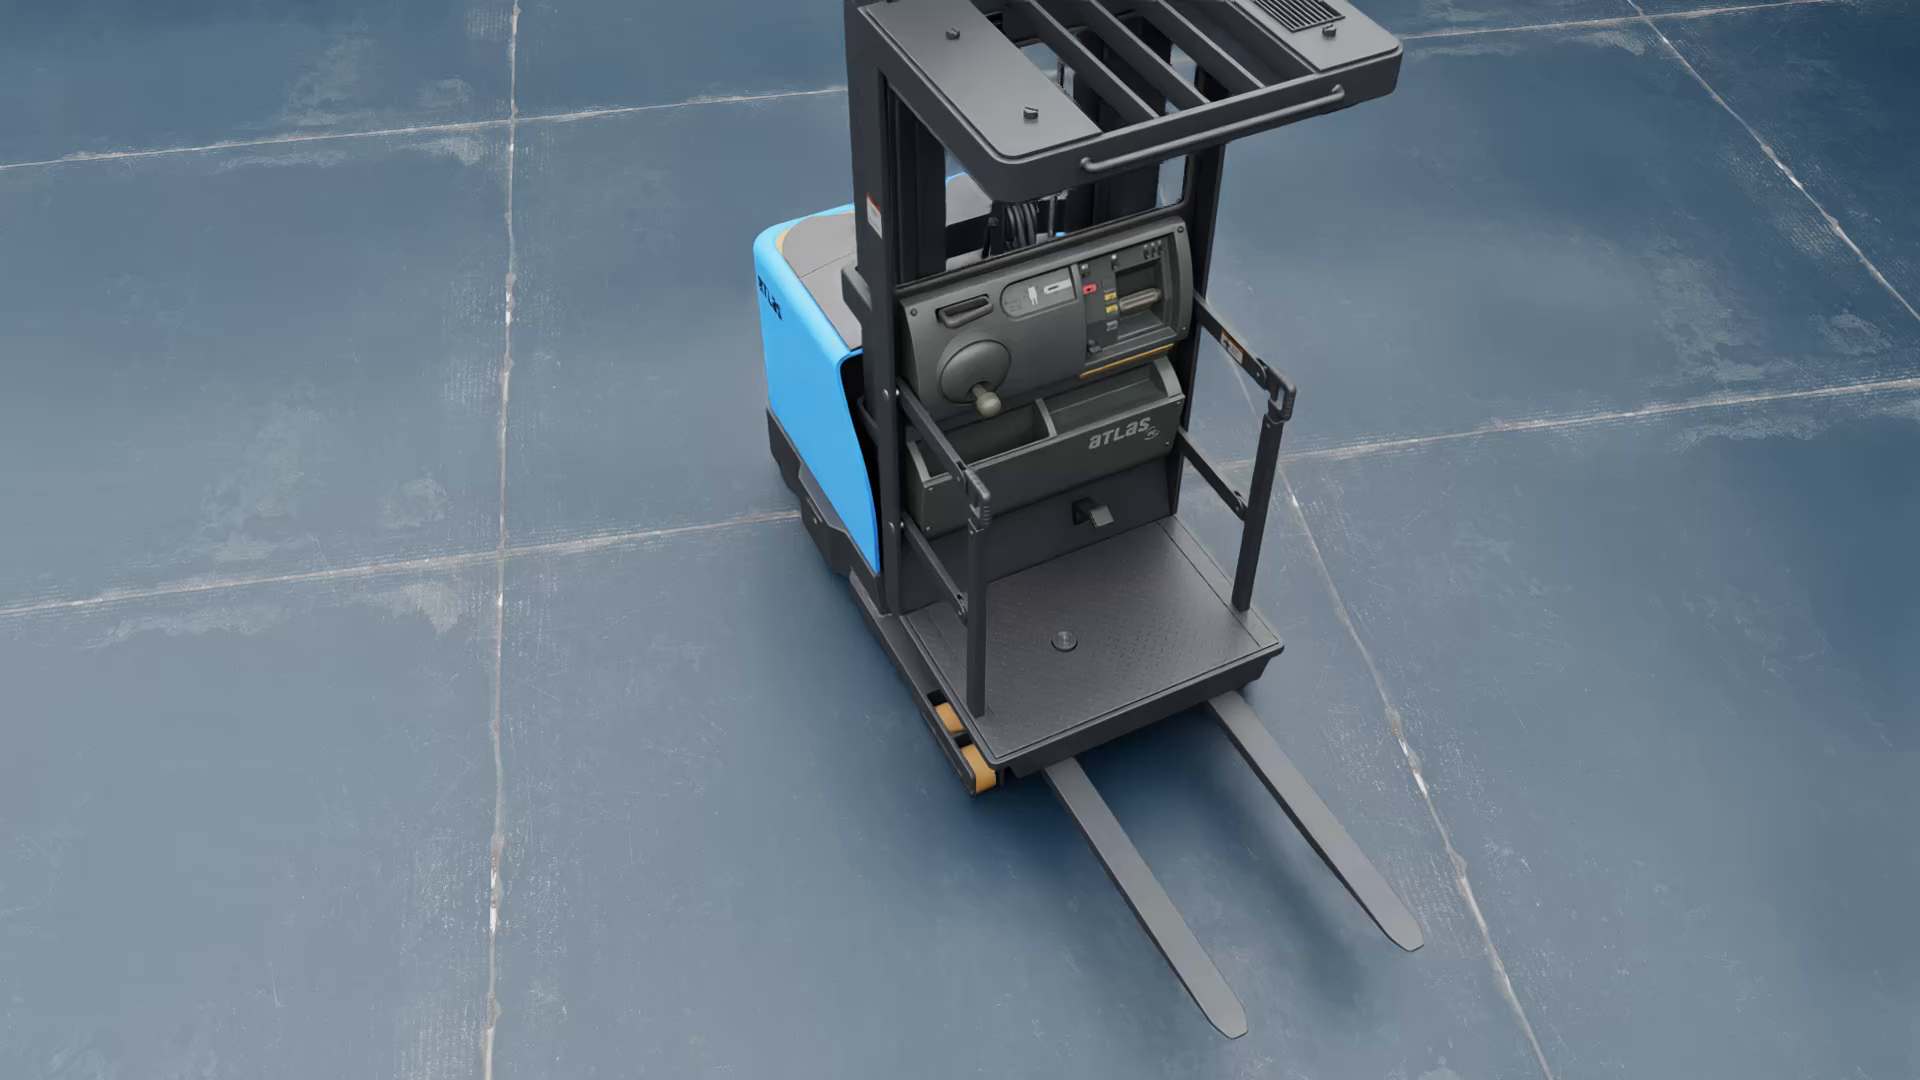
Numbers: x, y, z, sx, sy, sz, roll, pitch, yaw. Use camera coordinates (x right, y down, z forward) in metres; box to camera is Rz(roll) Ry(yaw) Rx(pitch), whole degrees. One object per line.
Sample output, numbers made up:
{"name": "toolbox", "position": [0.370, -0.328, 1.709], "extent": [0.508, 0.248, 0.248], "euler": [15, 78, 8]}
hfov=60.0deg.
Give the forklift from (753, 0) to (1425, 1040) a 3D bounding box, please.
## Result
{"name": "forklift", "position": [0.371, -0.559, 4.754], "extent": [1.130, 2.935, 3.031], "euler": [-20, 49, -18]}
